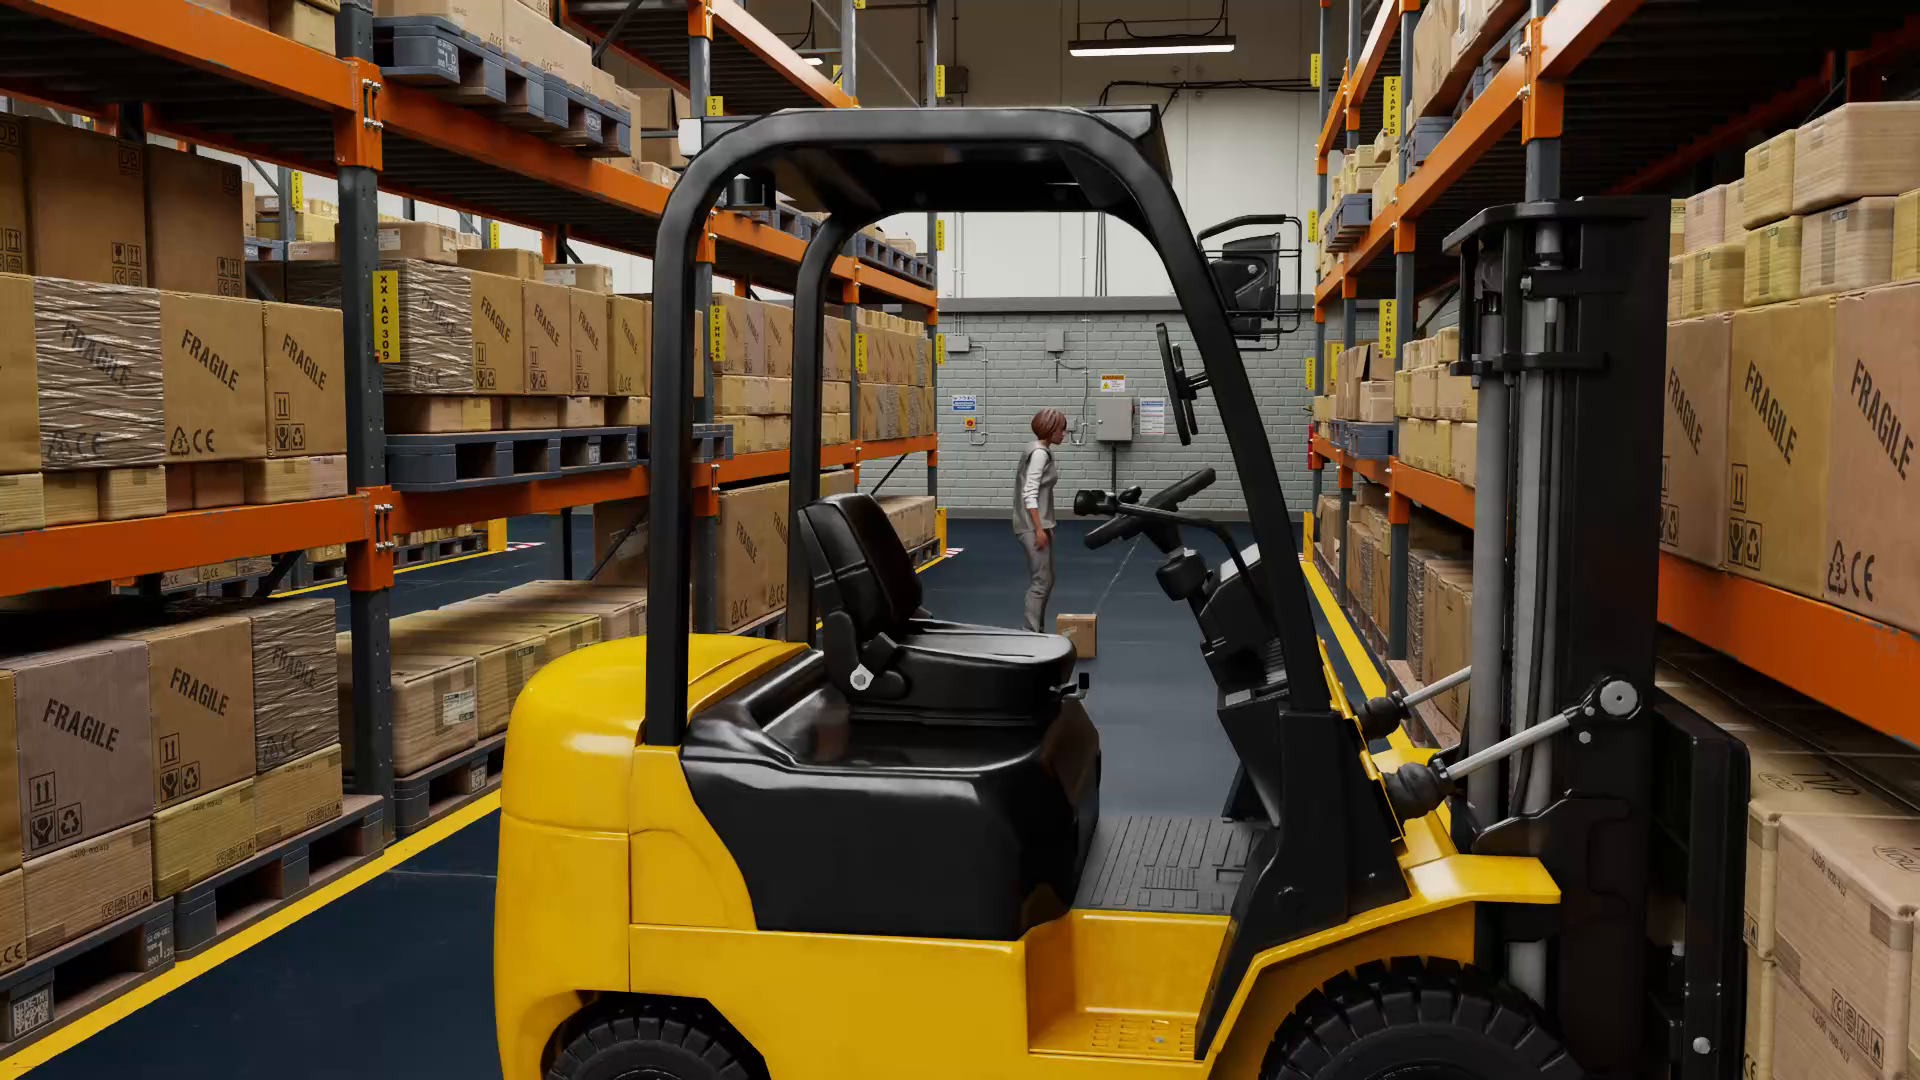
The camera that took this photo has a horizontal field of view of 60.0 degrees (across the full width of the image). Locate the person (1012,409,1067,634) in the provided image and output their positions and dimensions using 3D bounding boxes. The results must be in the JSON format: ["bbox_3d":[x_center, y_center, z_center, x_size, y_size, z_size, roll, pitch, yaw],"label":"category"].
[{"bbox_3d":[0.512,-0.051,10.757,0.345,1.593,0.460,1,5,9],"label":"person"}]
